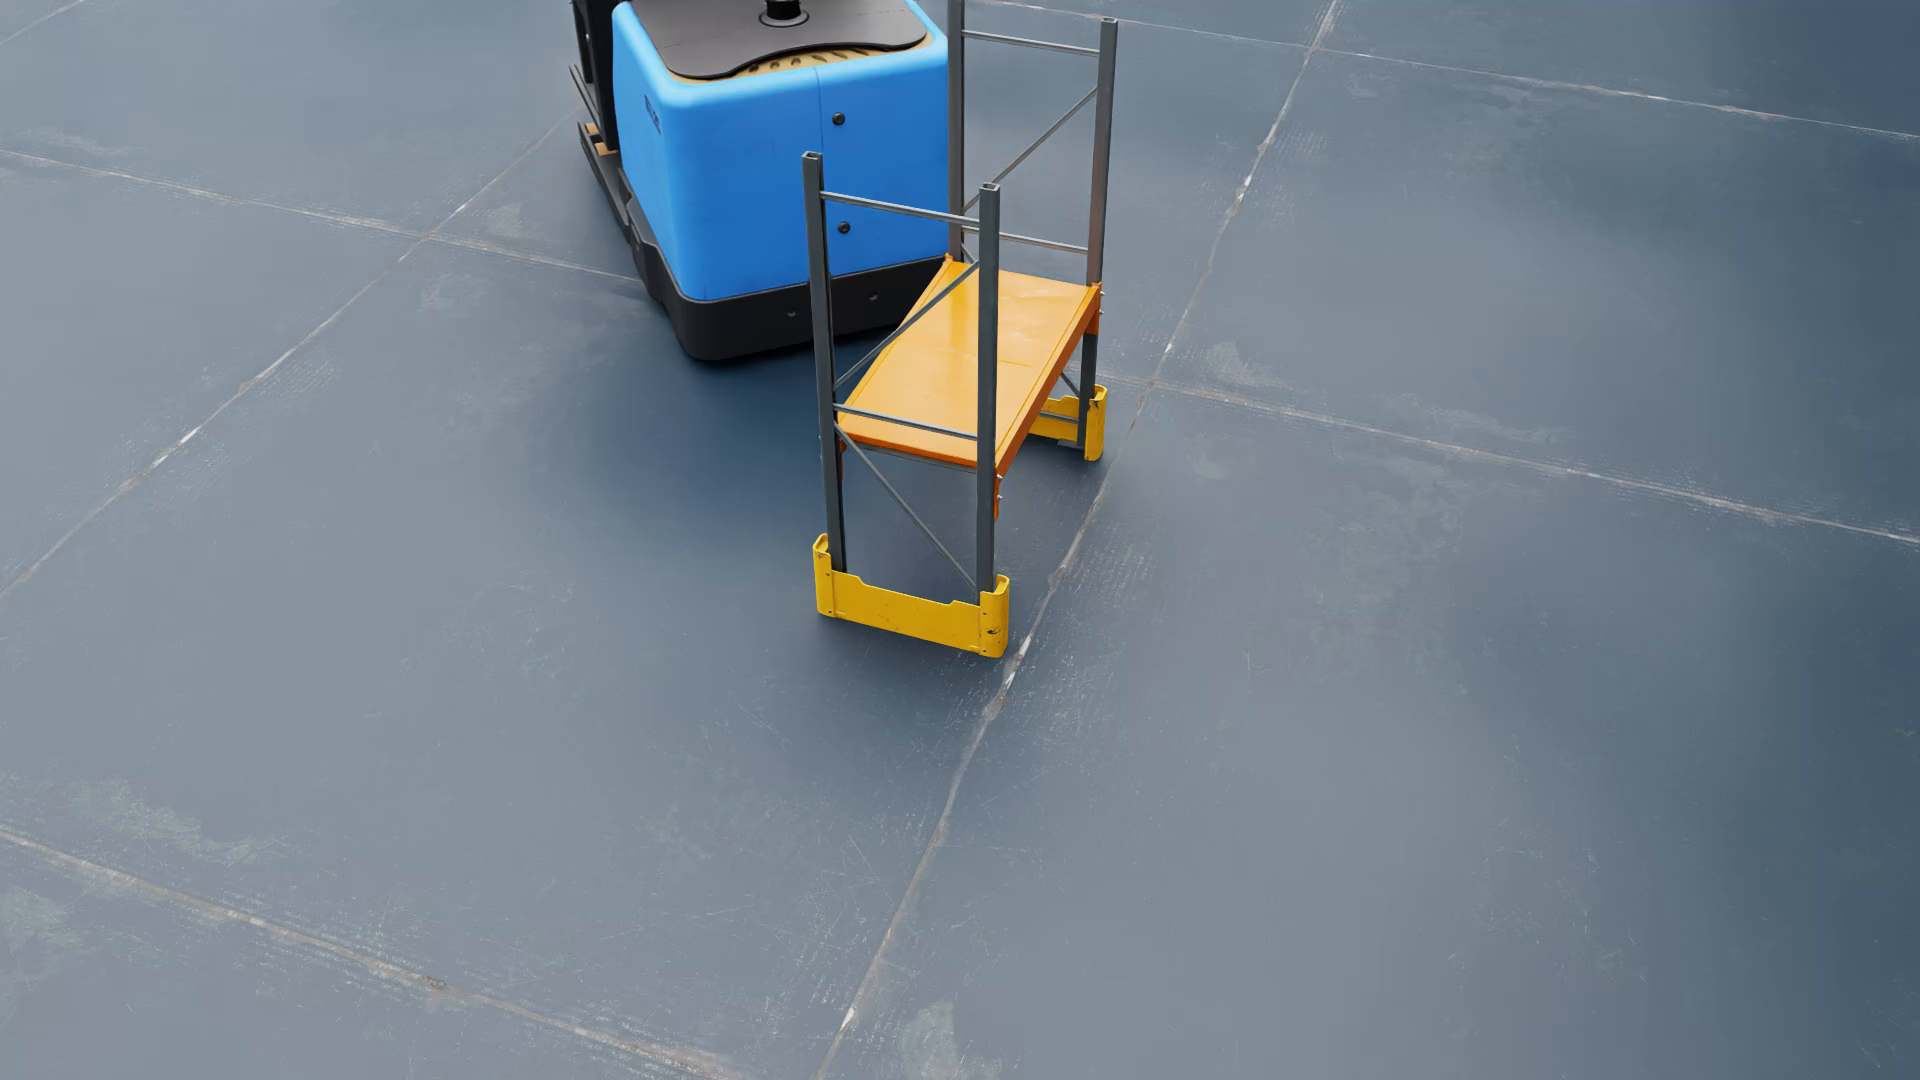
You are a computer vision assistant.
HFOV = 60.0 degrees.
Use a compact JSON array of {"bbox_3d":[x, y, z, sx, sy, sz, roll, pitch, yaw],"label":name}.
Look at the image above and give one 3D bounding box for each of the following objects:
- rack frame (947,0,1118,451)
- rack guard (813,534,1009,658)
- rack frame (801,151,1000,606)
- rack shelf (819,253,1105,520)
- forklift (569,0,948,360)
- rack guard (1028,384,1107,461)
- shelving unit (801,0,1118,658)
[{"bbox_3d":[0.203,-0.933,5.188,0.500,1.500,0.032,13,42,15],"label":"rack frame"},{"bbox_3d":[-0.144,0.162,4.867,0.587,0.250,0.087,13,42,15],"label":"rack guard"},{"bbox_3d":[-0.145,-0.313,4.461,0.500,1.500,0.032,13,42,15],"label":"rack frame"},{"bbox_3d":[0.029,-0.486,4.941,0.538,0.185,1.000,13,42,15],"label":"rack shelf"},{"bbox_3d":[-0.992,-2.714,6.173,1.130,2.935,3.031,-14,42,-16],"label":"forklift"},{"bbox_3d":[0.196,-0.445,5.579,0.587,0.250,0.087,13,42,15],"label":"rack guard"},{"bbox_3d":[0.026,-0.617,4.818,0.587,1.500,1.083,13,42,15],"label":"shelving unit"}]
